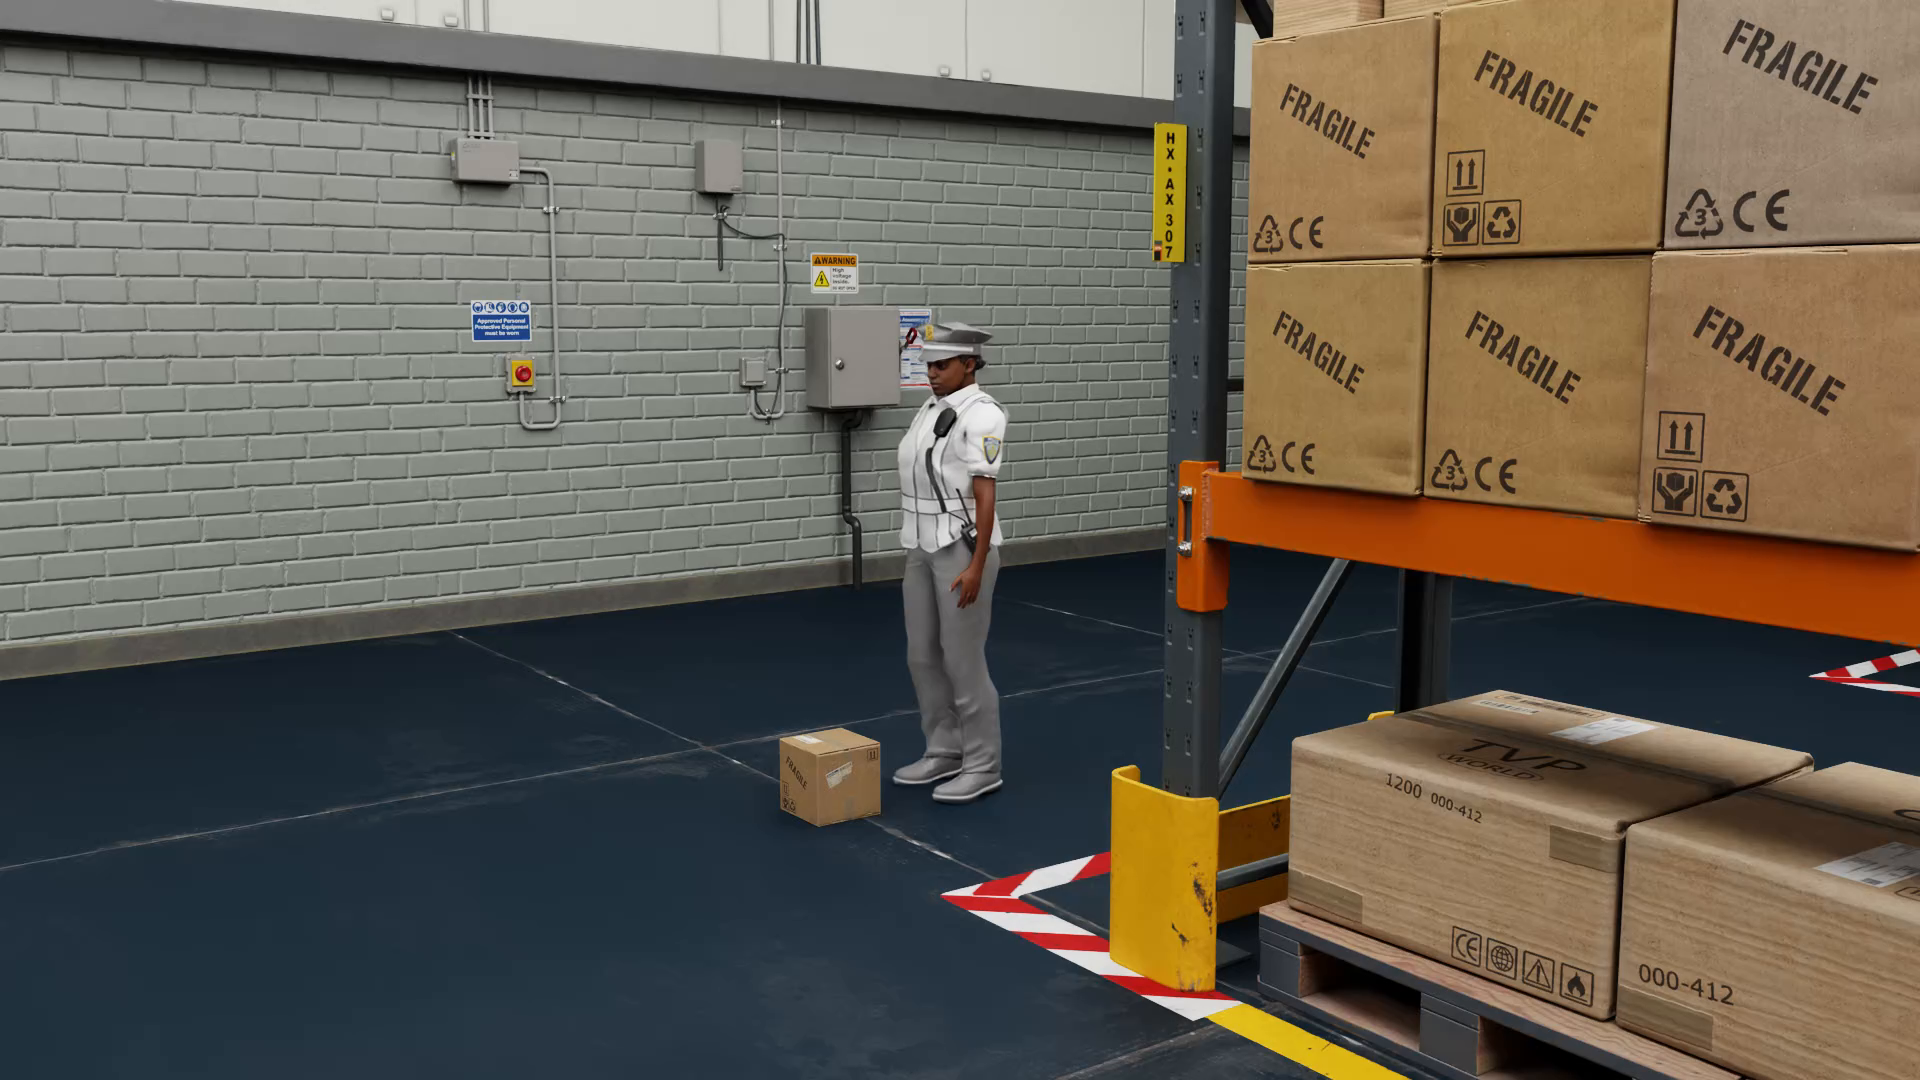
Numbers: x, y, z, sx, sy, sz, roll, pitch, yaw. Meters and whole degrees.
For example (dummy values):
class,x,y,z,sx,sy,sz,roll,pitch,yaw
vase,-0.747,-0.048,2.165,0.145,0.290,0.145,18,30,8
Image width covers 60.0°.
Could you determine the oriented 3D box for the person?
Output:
class,x,y,z,sx,sy,sz,roll,pitch,yaw
person,-0.032,0.075,5.824,0.341,1.654,0.438,-5,10,-35
